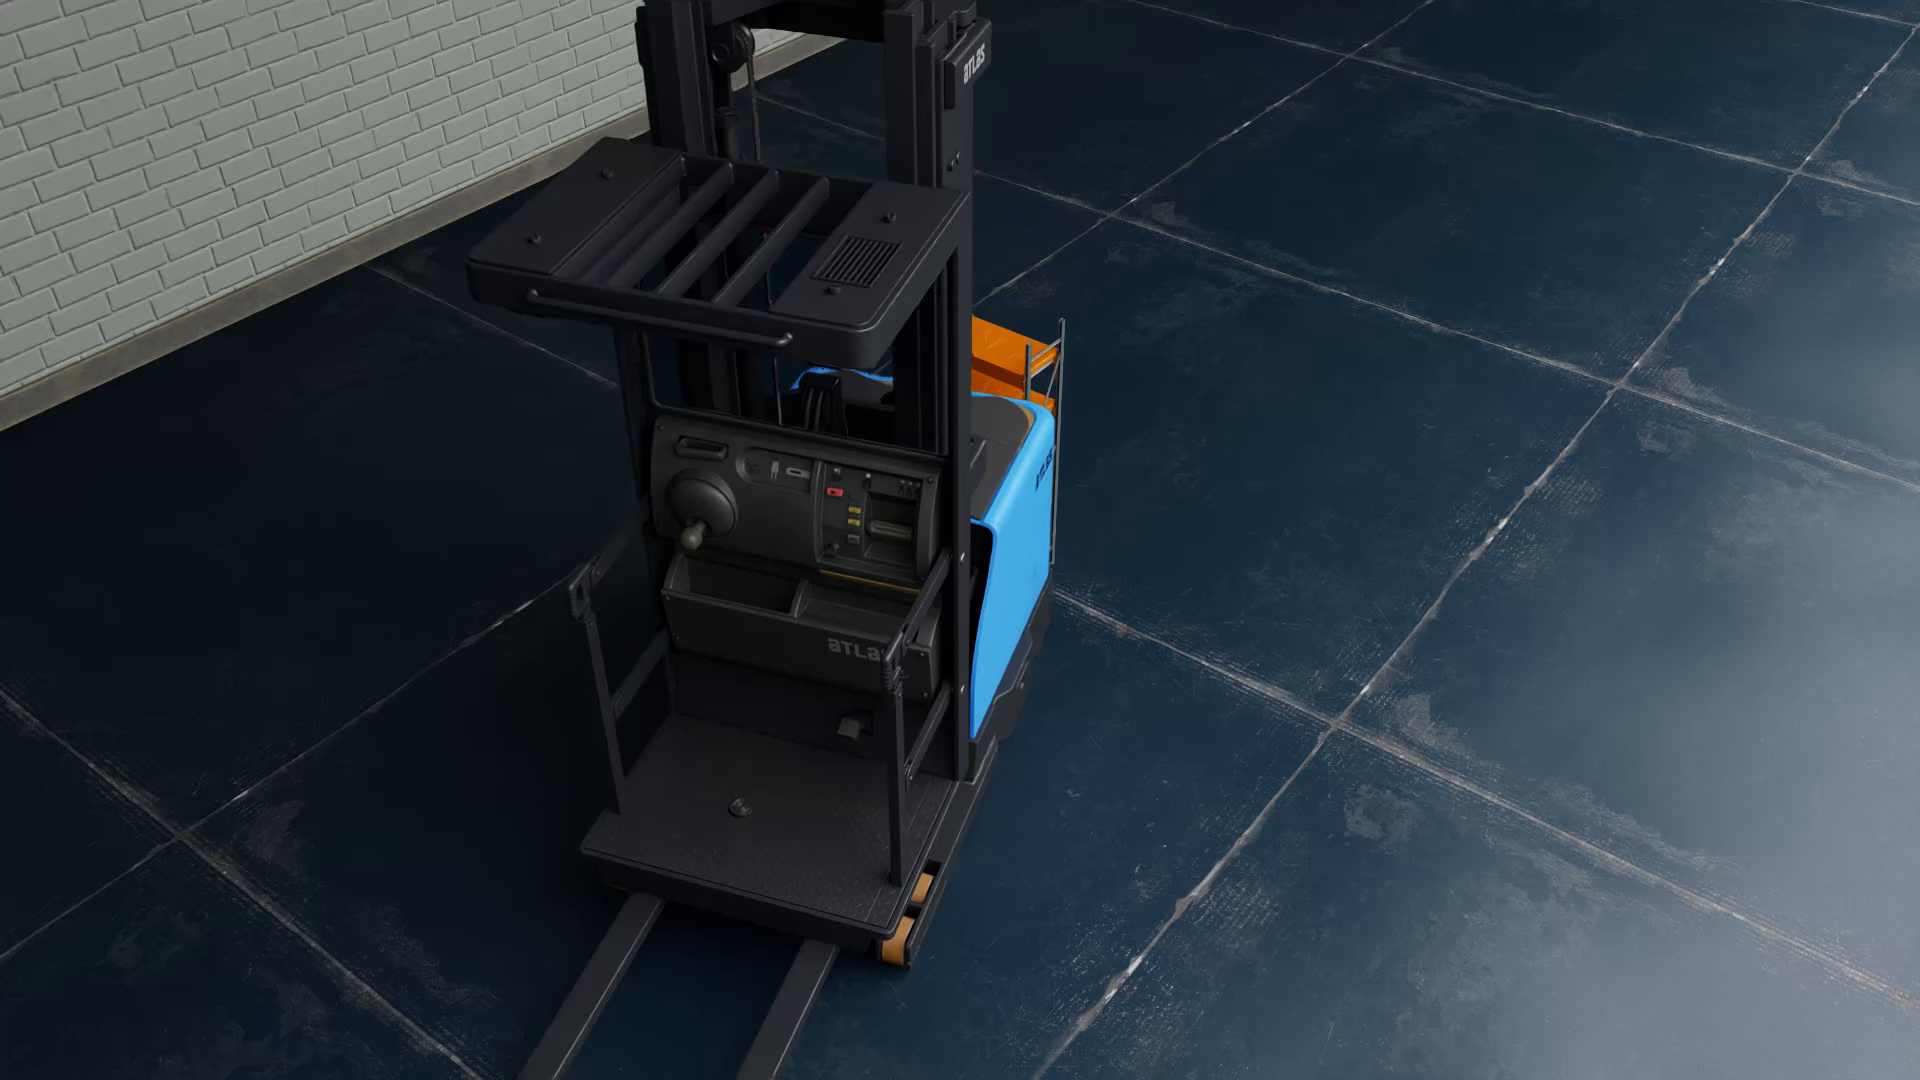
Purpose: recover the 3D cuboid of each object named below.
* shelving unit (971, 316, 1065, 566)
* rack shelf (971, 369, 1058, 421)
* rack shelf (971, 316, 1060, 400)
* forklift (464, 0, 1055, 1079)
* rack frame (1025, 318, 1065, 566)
[{"bbox_3d":[0.131,-0.410,6.801,0.503,1.200,0.258,25,45,29],"label":"shelving unit"},{"bbox_3d":[0.131,-0.534,6.705,0.480,0.148,0.258,25,45,29],"label":"rack shelf"},{"bbox_3d":[0.131,-0.720,6.559,0.480,0.148,0.258,25,45,29],"label":"rack shelf"},{"bbox_3d":[-0.579,-0.040,4.924,1.130,2.935,3.031,11,39,14],"label":"forklift"},{"bbox_3d":[0.325,-0.319,6.684,0.015,1.200,0.240,25,45,29],"label":"rack frame"}]
